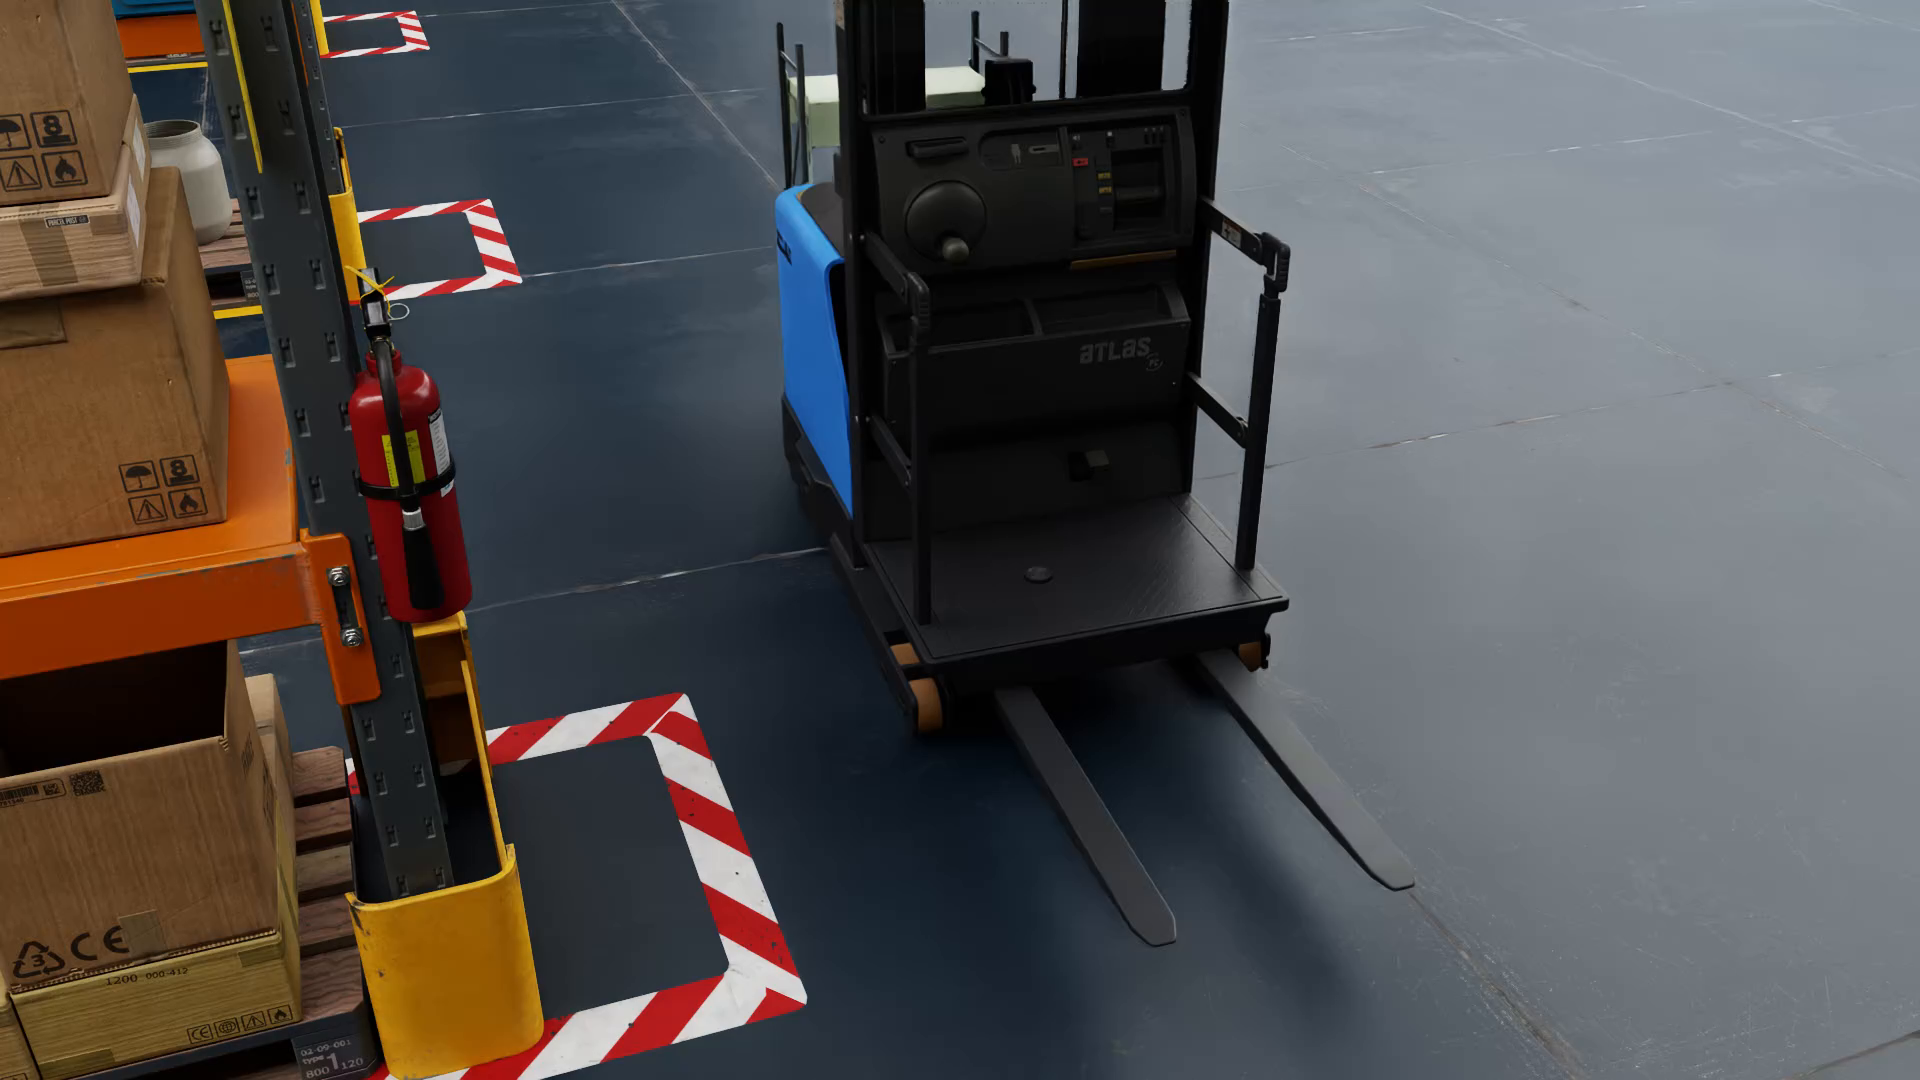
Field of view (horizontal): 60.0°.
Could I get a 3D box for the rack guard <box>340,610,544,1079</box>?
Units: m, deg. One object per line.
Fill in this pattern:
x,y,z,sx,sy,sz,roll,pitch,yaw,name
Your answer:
-1.293,0.682,4.047,0.348,0.500,1.175,-10,31,-18,rack guard

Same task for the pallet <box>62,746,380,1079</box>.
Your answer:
-2.018,0.963,3.846,1.213,0.211,1.003,-10,31,-18,pallet

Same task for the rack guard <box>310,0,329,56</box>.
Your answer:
-4.838,-3.897,12.085,0.348,0.500,1.175,-10,31,-18,rack guard

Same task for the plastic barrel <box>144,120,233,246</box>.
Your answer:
-3.630,-1.651,7.706,0.421,0.512,0.421,0,30,0,plastic barrel

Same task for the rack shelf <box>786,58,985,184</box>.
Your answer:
-0.246,-1.510,6.085,0.720,0.370,0.431,-8,29,-14,rack shelf

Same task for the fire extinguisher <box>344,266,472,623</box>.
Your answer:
-1.043,-0.171,3.098,0.183,0.674,0.296,-10,31,-18,fire extinguisher

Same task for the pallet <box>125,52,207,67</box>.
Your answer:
-5.612,-3.648,11.939,1.213,0.211,1.003,-10,31,-18,pallet

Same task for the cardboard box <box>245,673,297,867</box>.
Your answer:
-1.896,0.602,4.016,0.500,0.250,0.500,-10,31,-18,cardboard box

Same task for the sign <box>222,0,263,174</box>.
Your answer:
-1.140,-0.751,2.630,0.005,0.325,0.100,-10,31,-18,sign

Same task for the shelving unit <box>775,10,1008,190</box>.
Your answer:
-0.243,-1.166,6.269,0.755,1.500,0.431,-8,29,-14,shelving unit

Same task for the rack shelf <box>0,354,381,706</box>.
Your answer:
-3.190,0.258,2.993,4.000,0.370,1.077,-10,31,-18,rack shelf

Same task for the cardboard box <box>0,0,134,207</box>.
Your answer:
-1.807,-0.923,2.928,0.500,0.500,0.700,-10,31,-17,cardboard box

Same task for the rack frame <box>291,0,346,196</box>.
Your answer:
-3.040,-2.698,7.456,0.127,3.000,1.000,-10,31,-18,rack frame

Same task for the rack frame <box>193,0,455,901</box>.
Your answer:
-1.316,-0.400,3.421,0.127,3.000,1.000,-10,31,-18,rack frame

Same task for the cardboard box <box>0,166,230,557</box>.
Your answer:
-1.758,-0.368,3.265,0.500,0.500,0.700,-10,31,-18,cardboard box

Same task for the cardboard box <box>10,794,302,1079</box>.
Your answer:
-1.715,0.842,3.595,0.500,0.250,0.500,-10,31,-18,cardboard box

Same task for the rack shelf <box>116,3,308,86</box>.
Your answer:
-4.914,-2.040,7.028,4.000,0.370,1.077,-10,31,-18,rack shelf

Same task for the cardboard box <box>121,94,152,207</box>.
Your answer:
-1.759,-0.757,3.292,0.250,0.149,0.380,-11,31,-18,cardboard box

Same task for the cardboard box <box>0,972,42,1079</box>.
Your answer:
-2.180,0.934,3.433,0.500,0.250,0.500,-10,31,-18,cardboard box

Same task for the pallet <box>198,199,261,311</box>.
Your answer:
-3.858,-1.314,7.843,1.213,0.211,1.003,-10,31,-18,pallet

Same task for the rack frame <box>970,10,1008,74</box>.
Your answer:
0.109,-1.216,6.357,0.023,1.500,0.400,-8,29,-14,rack frame

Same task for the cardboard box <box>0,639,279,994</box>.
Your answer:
-1.715,0.518,3.407,0.500,0.500,0.500,-10,31,-18,cardboard box

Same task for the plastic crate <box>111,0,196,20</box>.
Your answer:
-3.404,-2.408,7.097,0.616,0.251,0.499,-10,31,-18,plastic crate

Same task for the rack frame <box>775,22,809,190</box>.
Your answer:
-0.594,-1.116,6.180,0.023,1.500,0.400,-8,29,-14,rack frame

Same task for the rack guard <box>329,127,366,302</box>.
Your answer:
-3.094,-1.577,8.013,0.348,0.500,1.175,-10,31,-18,rack guard

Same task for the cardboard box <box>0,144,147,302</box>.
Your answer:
-1.607,-0.570,2.965,0.250,0.149,0.380,-11,31,-18,cardboard box

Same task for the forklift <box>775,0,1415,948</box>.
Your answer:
0.284,-0.937,4.434,1.130,2.935,3.031,-9,31,-15,forklift
